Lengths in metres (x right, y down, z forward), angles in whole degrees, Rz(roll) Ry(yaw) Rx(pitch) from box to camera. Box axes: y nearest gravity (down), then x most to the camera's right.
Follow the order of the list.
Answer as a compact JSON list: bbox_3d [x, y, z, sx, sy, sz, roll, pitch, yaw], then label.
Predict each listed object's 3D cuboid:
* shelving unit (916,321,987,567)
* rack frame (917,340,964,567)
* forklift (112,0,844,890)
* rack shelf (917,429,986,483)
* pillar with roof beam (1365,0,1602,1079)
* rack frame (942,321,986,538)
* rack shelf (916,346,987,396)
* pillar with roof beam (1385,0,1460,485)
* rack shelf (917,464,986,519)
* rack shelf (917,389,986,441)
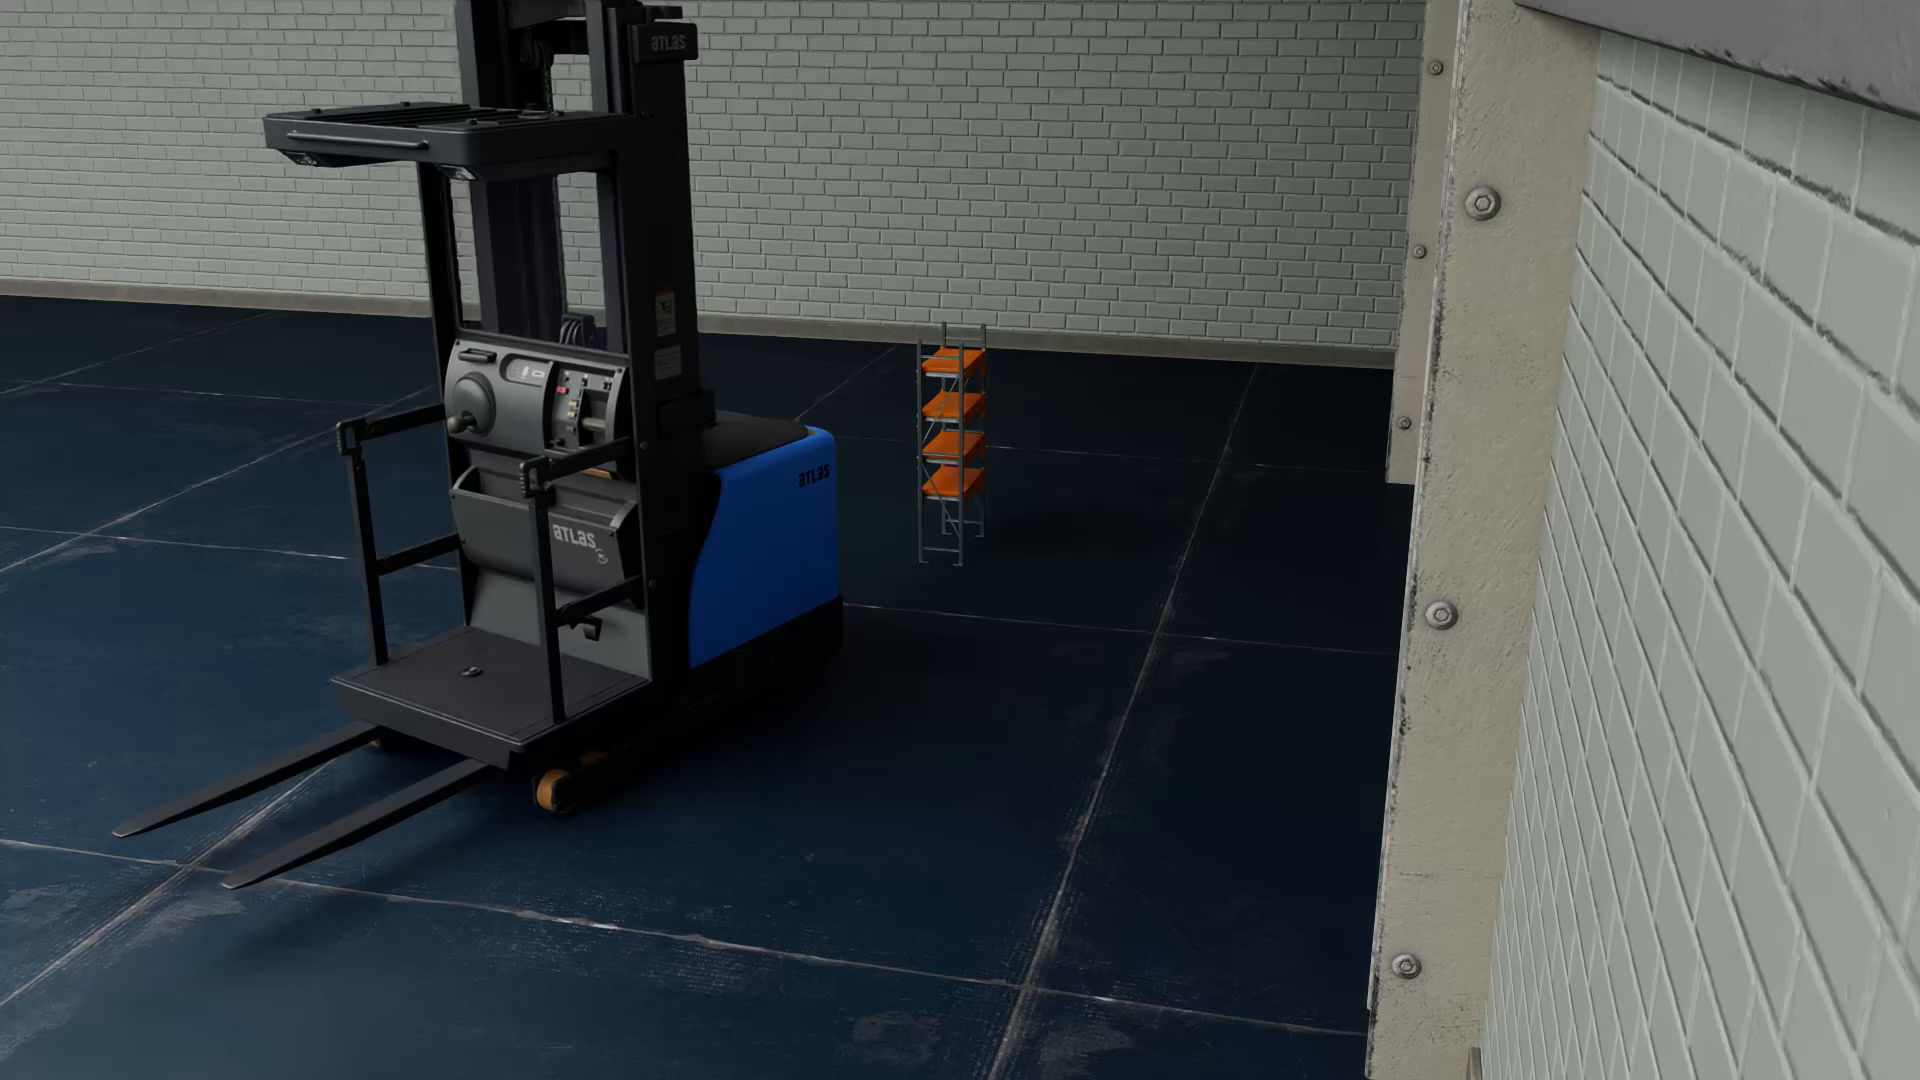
[{"bbox_3d":[-0.040,-0.516,8.842,0.258,1.200,0.503,5,19,13],"label":"shelving unit"},{"bbox_3d":[-0.100,-0.439,8.618,0.240,1.200,0.015,5,19,13],"label":"rack frame"},{"bbox_3d":[-1.757,-0.540,6.233,1.130,2.935,3.031,12,22,31],"label":"forklift"},{"bbox_3d":[-0.040,-0.452,8.863,0.258,0.148,0.480,5,19,13],"label":"rack shelf"},{"bbox_3d":[-2.827,-3.122,4.406,9.100,9.000,0.400,5,19,13],"label":"pillar with roof beam"},{"bbox_3d":[0.019,-0.592,9.066,0.240,1.200,0.015,5,19,13],"label":"rack frame"},{"bbox_3d":[-0.040,-0.888,8.715,0.258,0.148,0.480,5,19,13],"label":"rack shelf"},{"bbox_3d":[-1.361,-5.003,9.911,9.100,9.000,0.400,5,19,13],"label":"pillar with roof beam"},{"bbox_3d":[-0.040,-0.264,8.928,0.258,0.148,0.480,5,19,13],"label":"rack shelf"},{"bbox_3d":[-0.040,-0.664,8.791,0.258,0.148,0.480,5,19,13],"label":"rack shelf"}]
